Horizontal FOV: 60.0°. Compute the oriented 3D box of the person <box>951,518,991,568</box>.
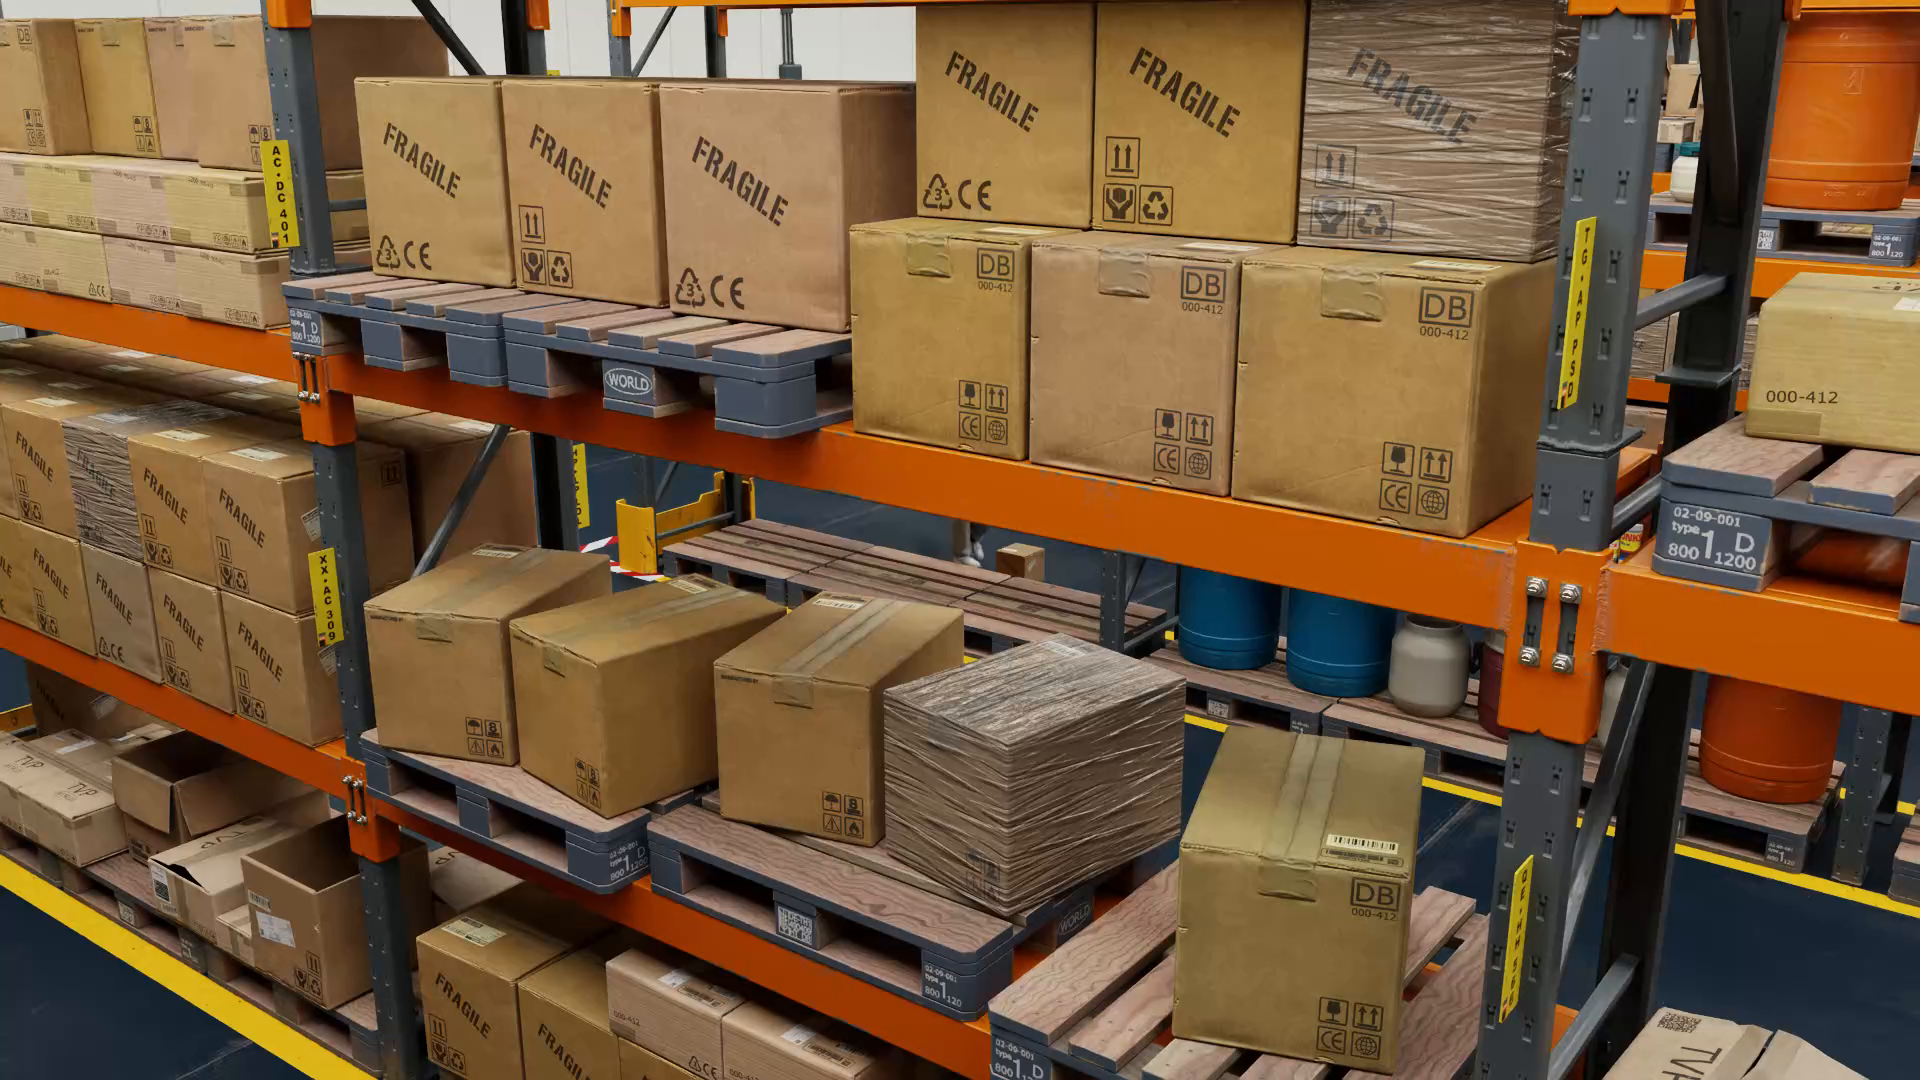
[{"bbox_3d":[0.065,-0.618,12.041,0.472,1.661,0.500,-11,20,-33],"label":"person"}]
